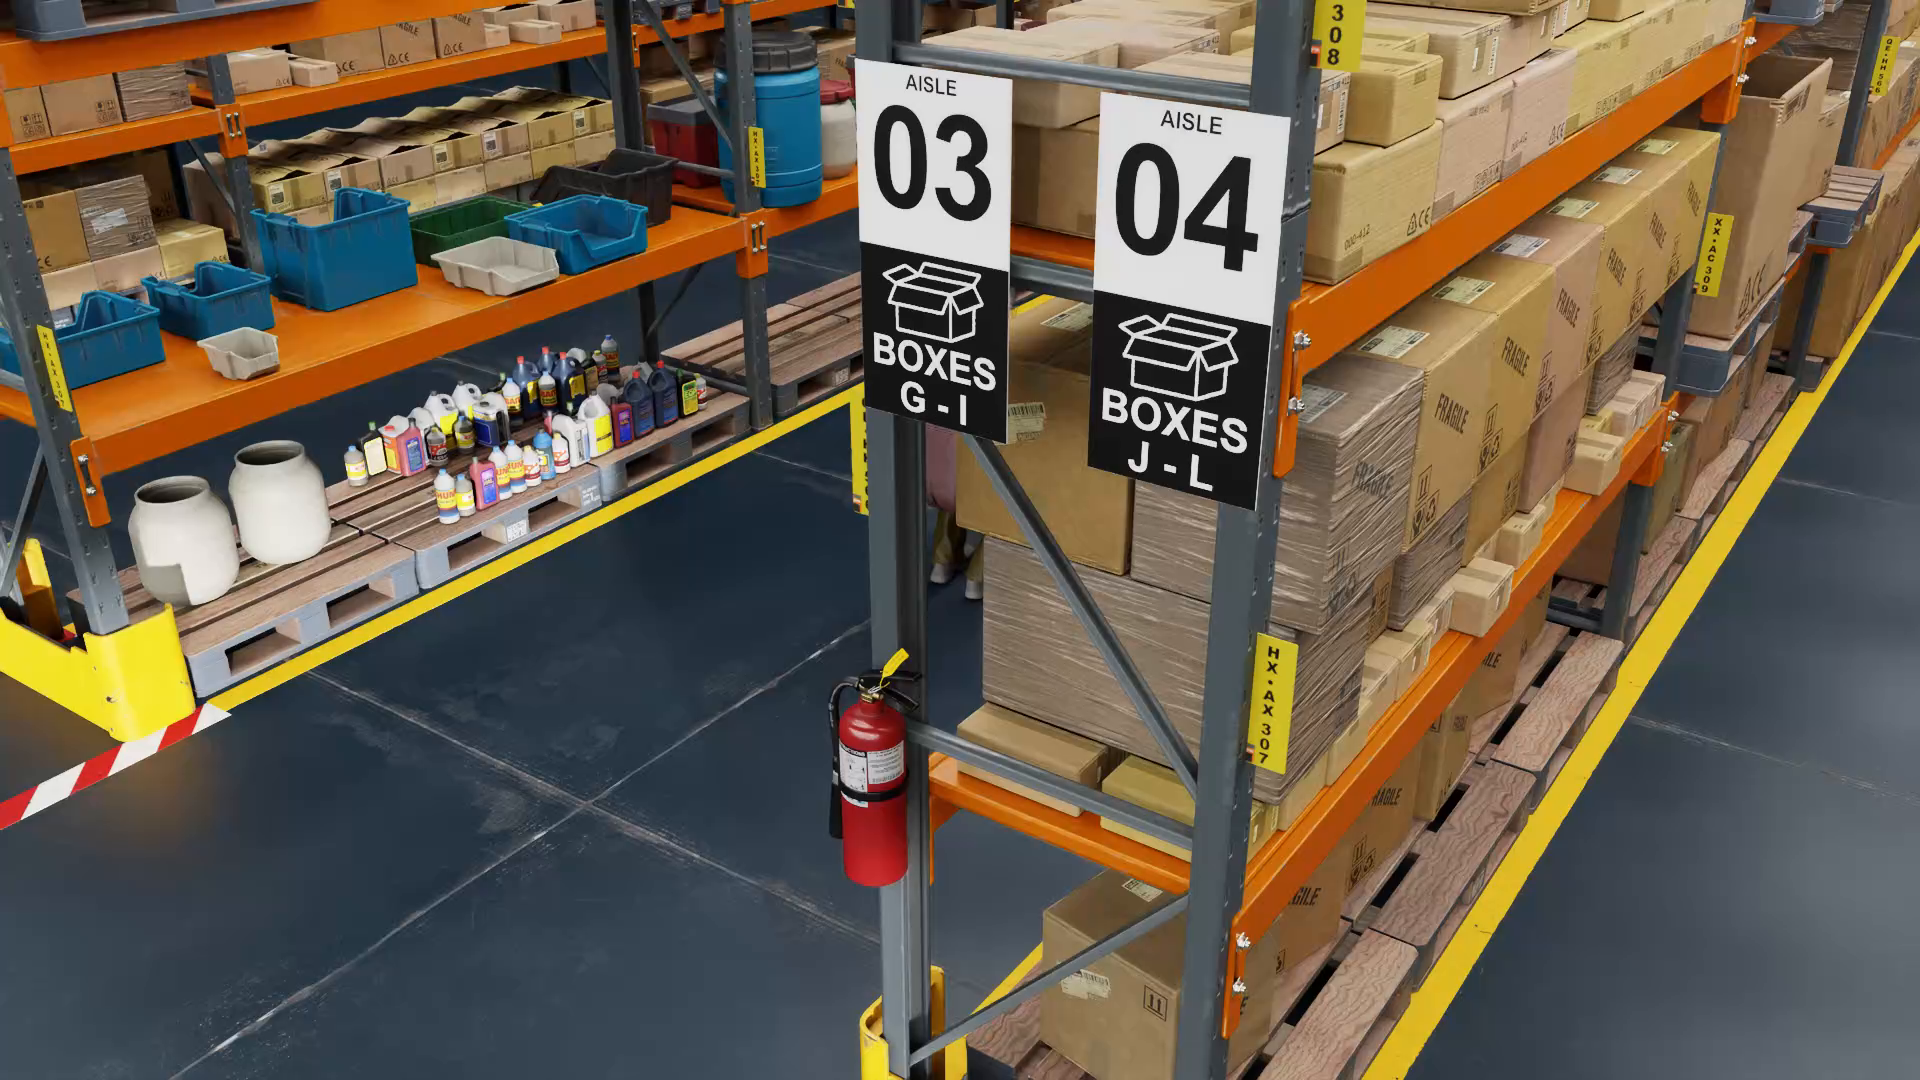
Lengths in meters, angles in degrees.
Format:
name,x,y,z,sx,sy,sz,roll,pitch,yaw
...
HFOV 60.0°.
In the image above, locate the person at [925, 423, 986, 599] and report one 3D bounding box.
name,x,y,z,sx,sy,sz,roll,pitch,yaw
person,0.076,-0.345,8.060,0.620,1.118,0.840,17,31,30
